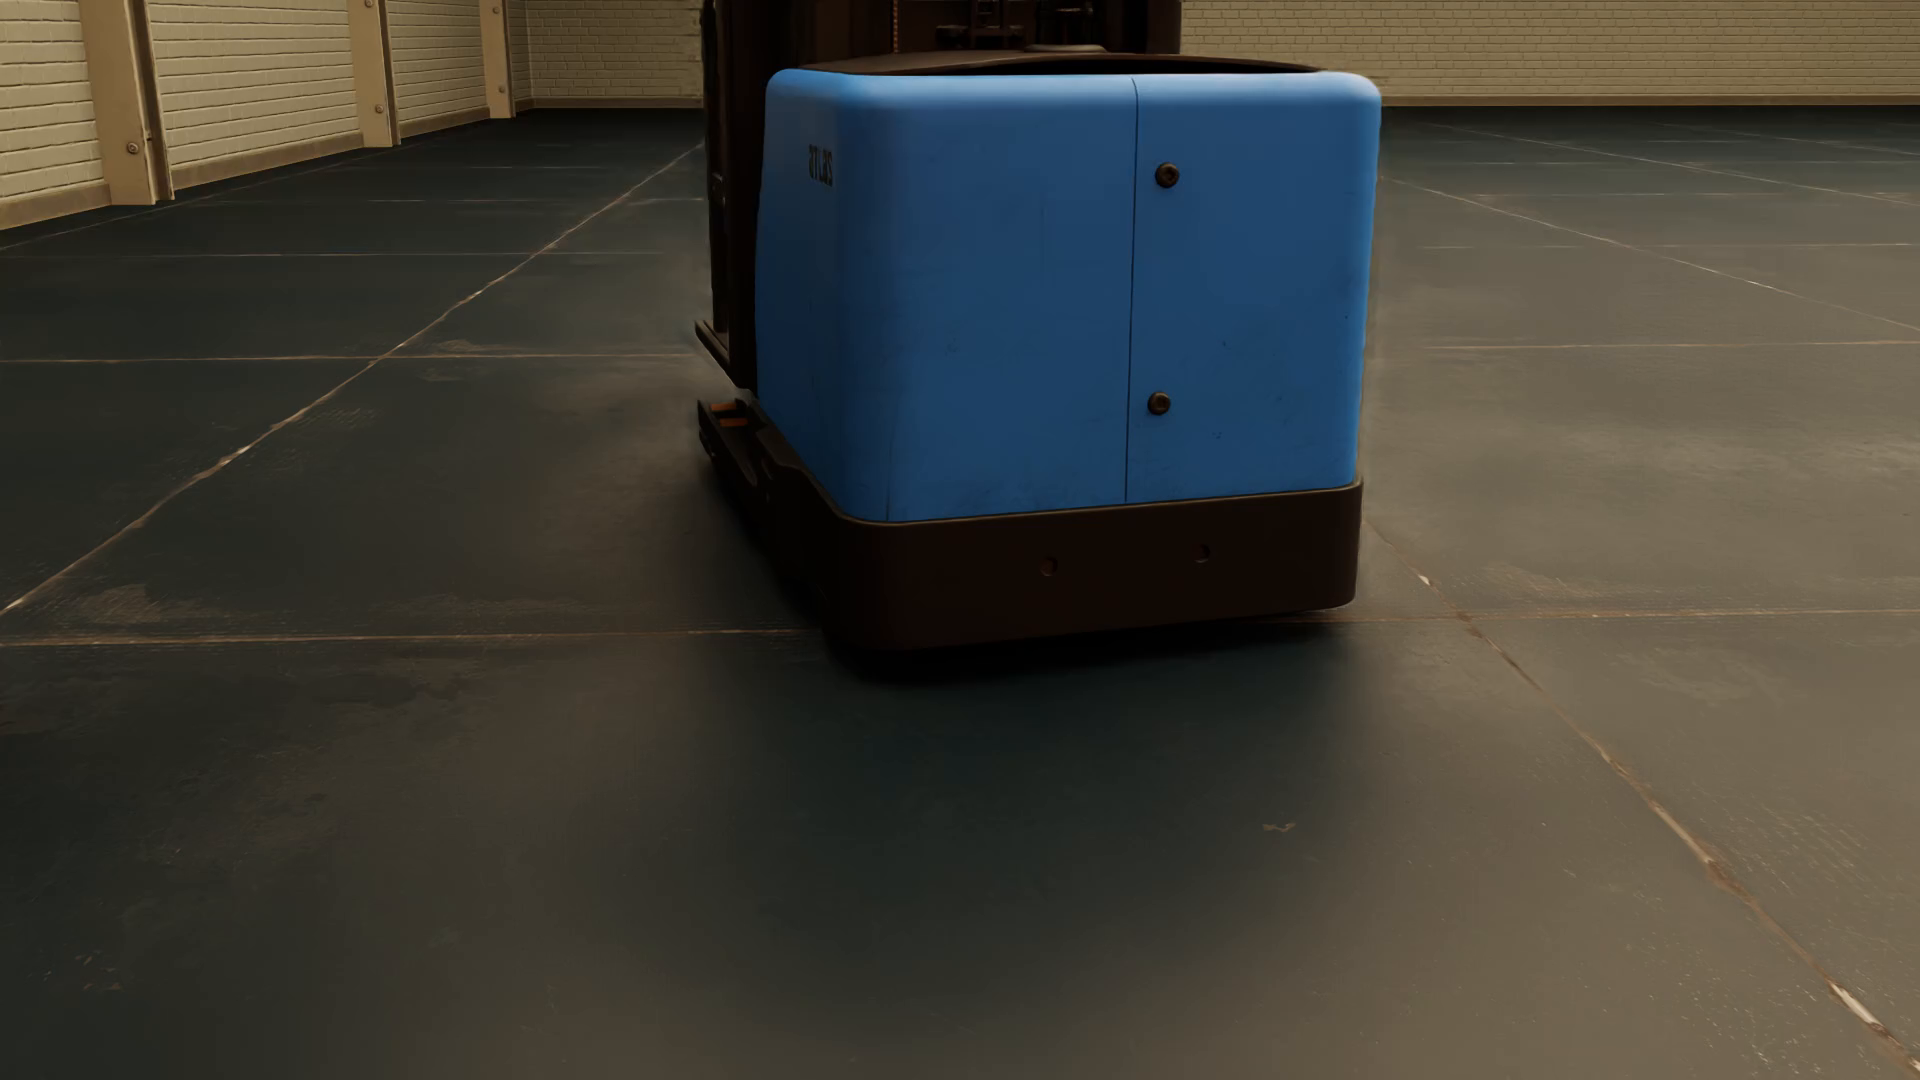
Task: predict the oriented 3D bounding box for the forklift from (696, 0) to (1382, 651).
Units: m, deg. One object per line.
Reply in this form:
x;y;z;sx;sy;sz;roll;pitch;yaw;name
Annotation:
-0.102;-1.591;4.109;1.130;2.935;3.031;-5;18;-15;forklift
